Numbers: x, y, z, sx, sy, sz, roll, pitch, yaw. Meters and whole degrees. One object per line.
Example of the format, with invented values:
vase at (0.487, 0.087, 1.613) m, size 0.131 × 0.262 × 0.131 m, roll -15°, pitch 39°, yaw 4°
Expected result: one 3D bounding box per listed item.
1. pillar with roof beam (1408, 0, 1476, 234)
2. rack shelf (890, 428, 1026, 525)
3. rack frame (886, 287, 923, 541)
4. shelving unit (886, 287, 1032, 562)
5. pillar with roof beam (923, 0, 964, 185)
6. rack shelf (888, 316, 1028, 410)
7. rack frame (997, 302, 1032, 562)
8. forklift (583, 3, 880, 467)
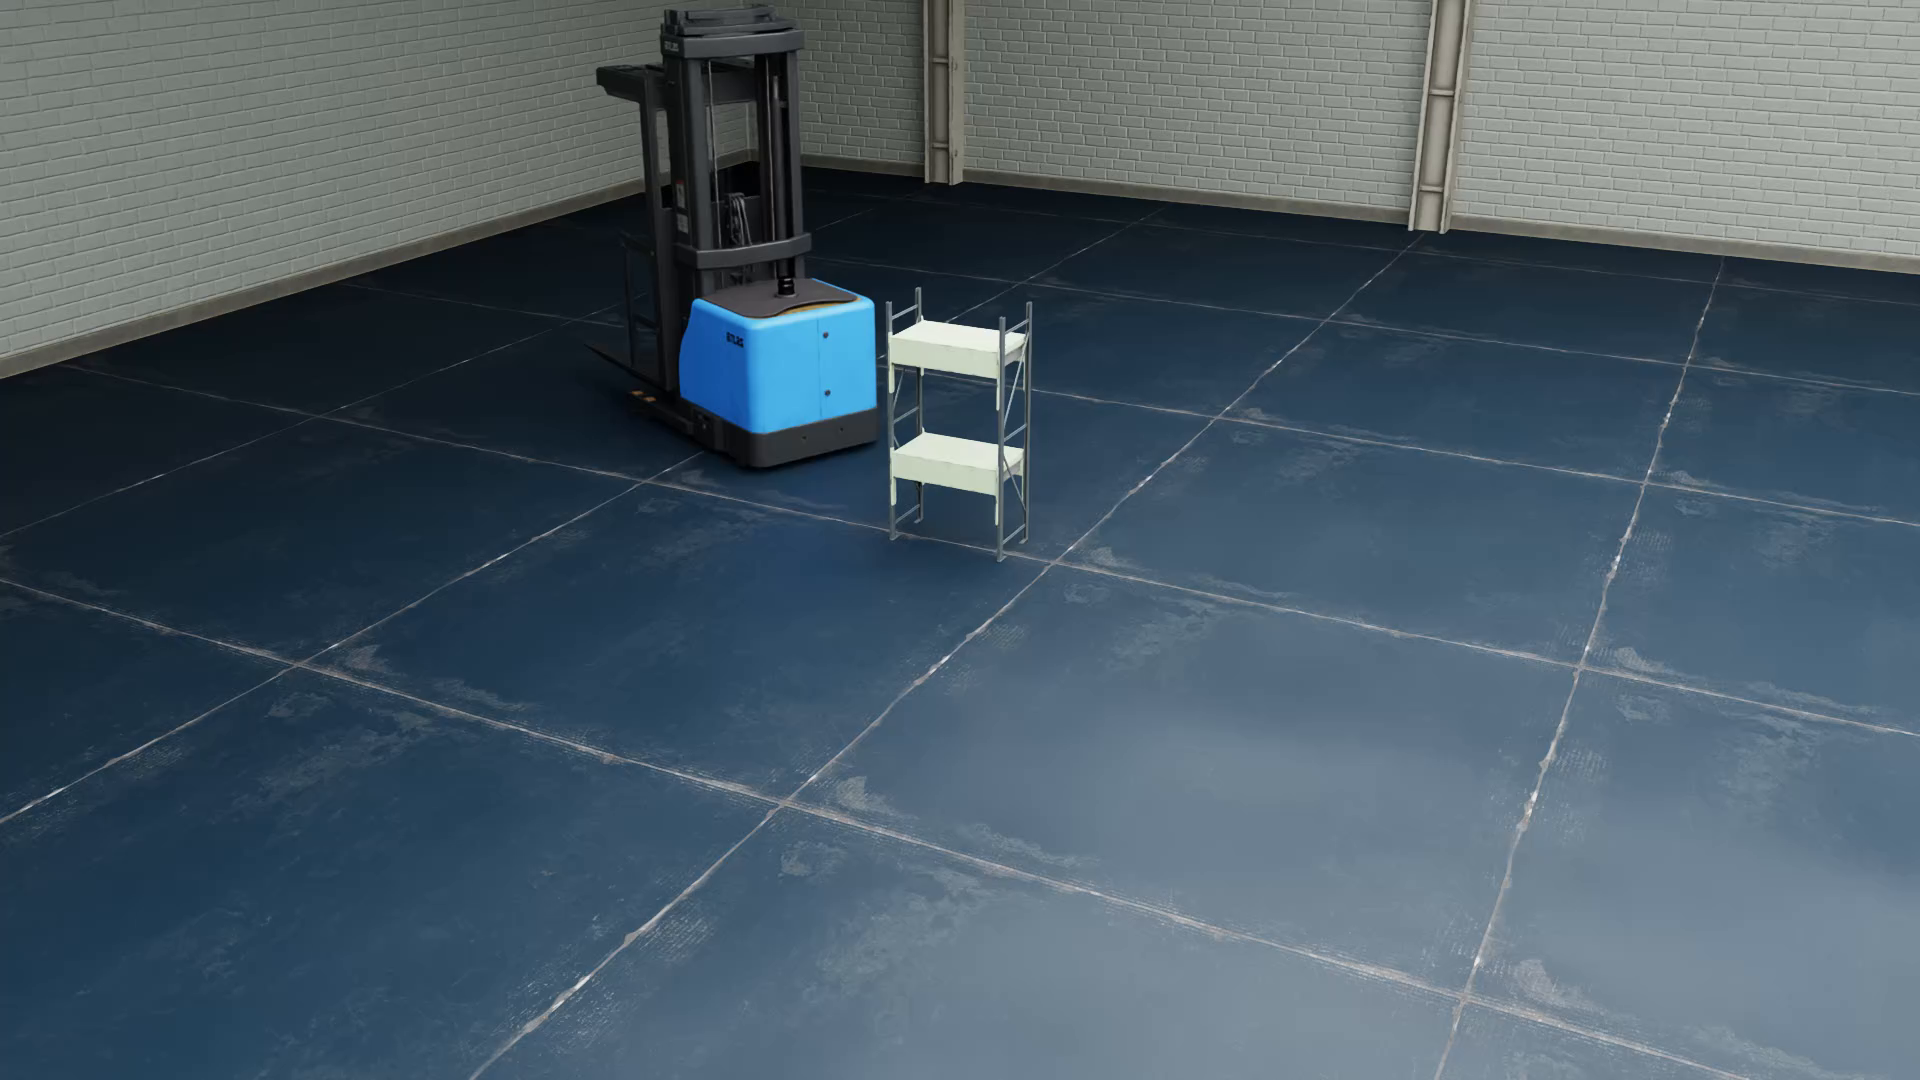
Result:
pillar with roof beam at (3.214, -6.057, 12.993) m, size 0.400 × 9.000 × 9.100 m, roll 11°, pitch 25°, yaw 25°
rack shelf at (-0.006, -0.391, 10.087) m, size 0.720 × 0.370 × 0.431 m, roll 11°, pitch 25°, yaw 25°
rack frame at (-0.333, -0.756, 10.111) m, size 0.023 × 1.500 × 0.400 m, roll 11°, pitch 25°, yaw 25°
shelving unit at (-0.006, -0.691, 9.959) m, size 0.755 × 1.500 × 0.431 m, roll 11°, pitch 25°, yaw 25°
pillar with roof beam at (-2.141, -7.116, 15.485) m, size 0.400 × 9.000 × 9.100 m, roll 11°, pitch 25°, yaw 25°
rack shelf at (-0.006, -1.050, 9.807) m, size 0.720 × 0.370 × 0.431 m, roll 11°, pitch 25°, yaw 25°
rack frame at (0.321, -0.627, 9.807) m, size 0.023 × 1.500 × 0.400 m, roll 11°, pitch 25°, yaw 25°
forklift at (-1.863, -2.350, 12.030) m, size 1.130 × 2.935 × 3.031 m, roll -17°, pitch 28°, yaw -34°
